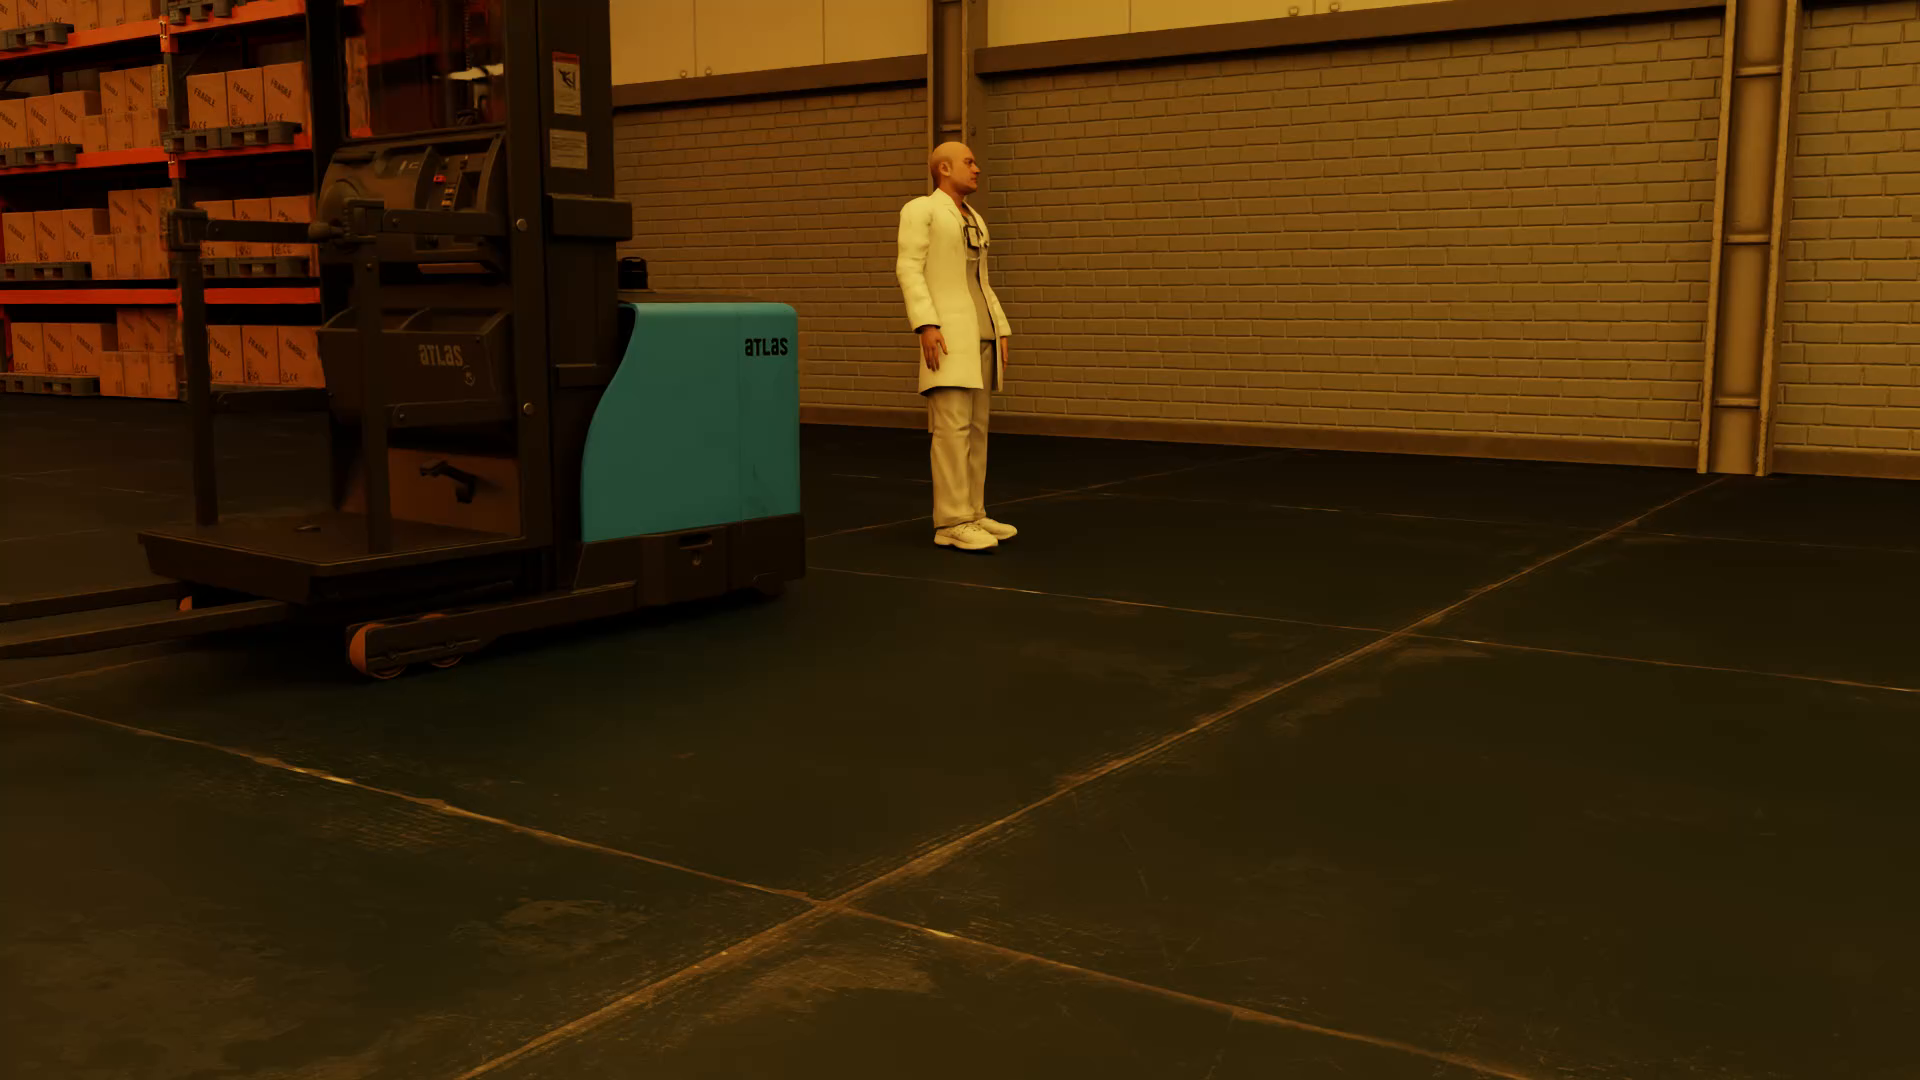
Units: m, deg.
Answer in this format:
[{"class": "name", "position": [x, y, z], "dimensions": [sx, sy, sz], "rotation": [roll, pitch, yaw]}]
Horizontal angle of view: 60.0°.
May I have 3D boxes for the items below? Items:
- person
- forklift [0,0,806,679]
[{"class": "person", "position": [0.074, -0.880, 7.424], "dimensions": [0.578, 1.777, 0.698], "rotation": [5, 10, 34]}, {"class": "forklift", "position": [-1.884, -1.128, 5.125], "dimensions": [1.130, 2.935, 3.031], "rotation": [6, 10, 38]}]
